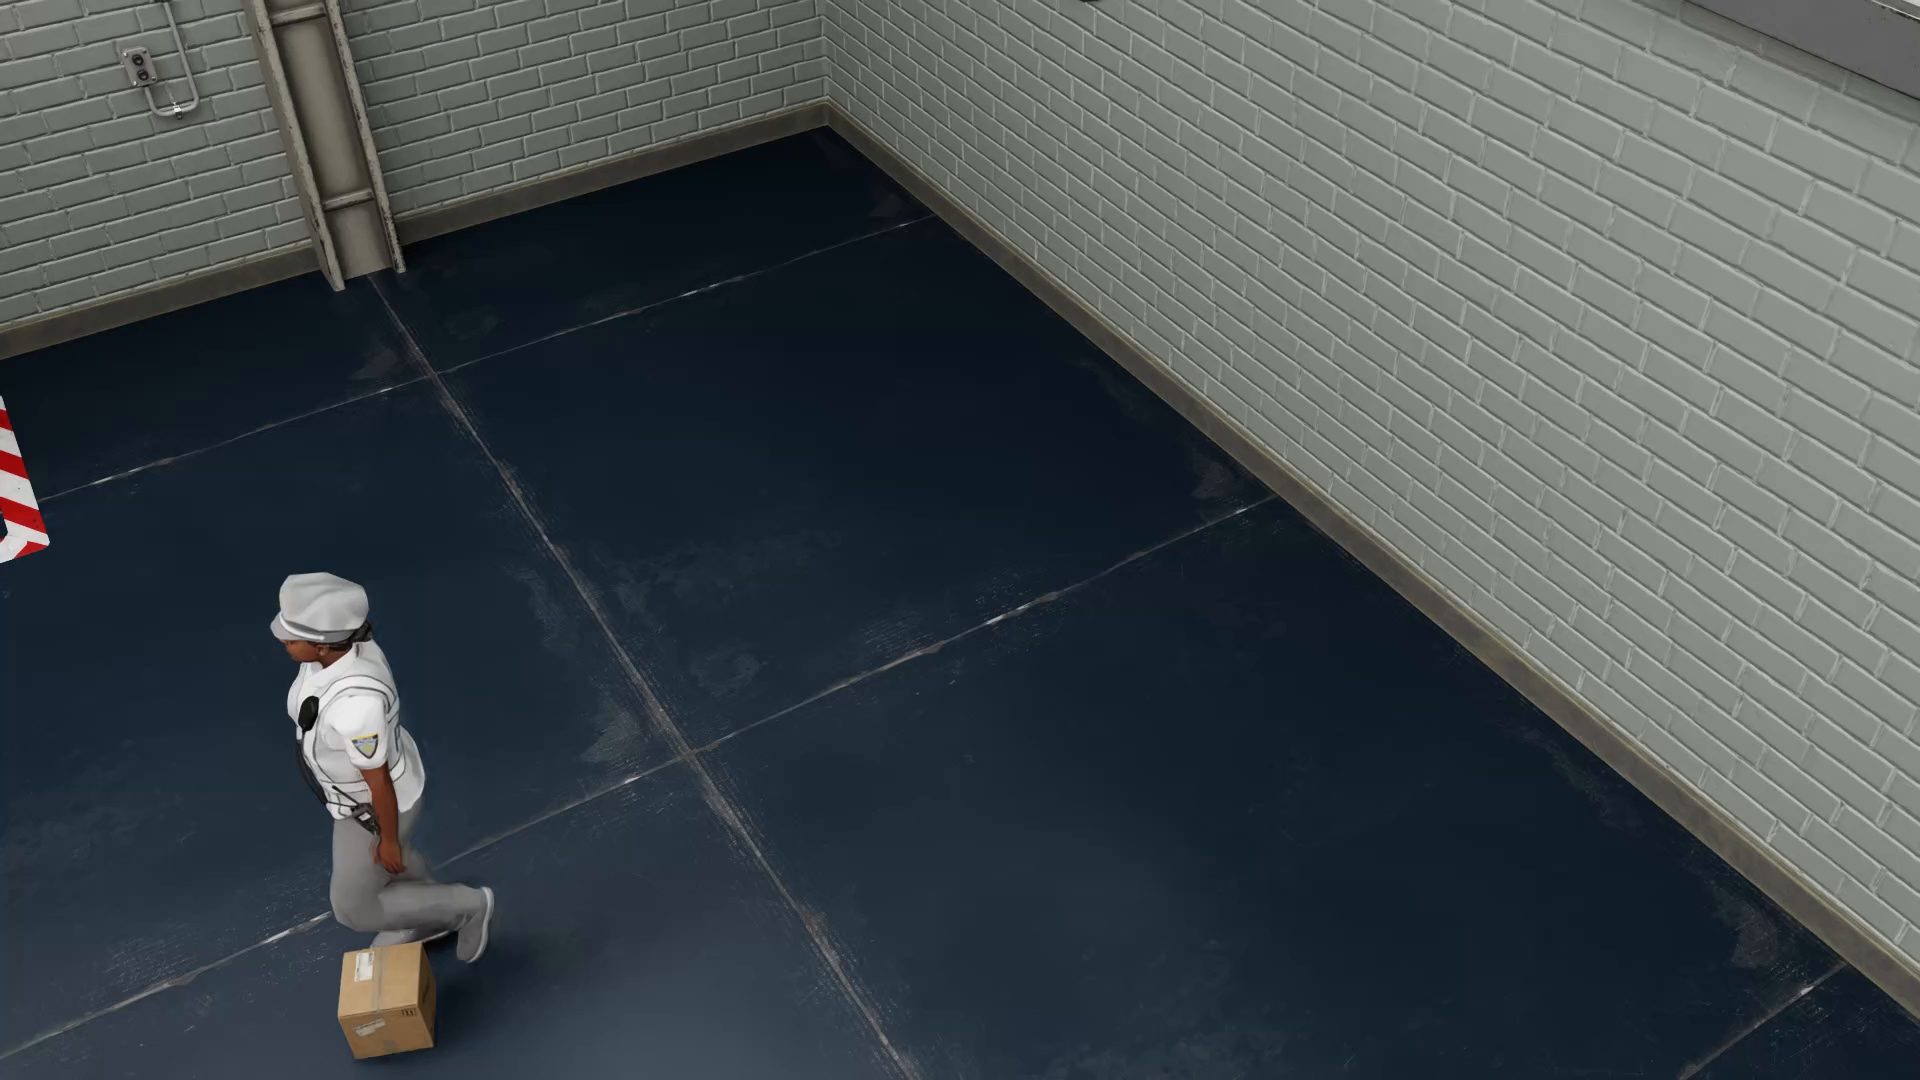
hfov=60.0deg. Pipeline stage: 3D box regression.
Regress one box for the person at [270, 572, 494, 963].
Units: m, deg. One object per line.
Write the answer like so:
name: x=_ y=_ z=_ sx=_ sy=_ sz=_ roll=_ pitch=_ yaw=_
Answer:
person: x=-1.828 y=0.776 z=5.202 sx=0.454 sy=1.685 sz=0.478 roll=-16 pitch=44 yaw=-18
